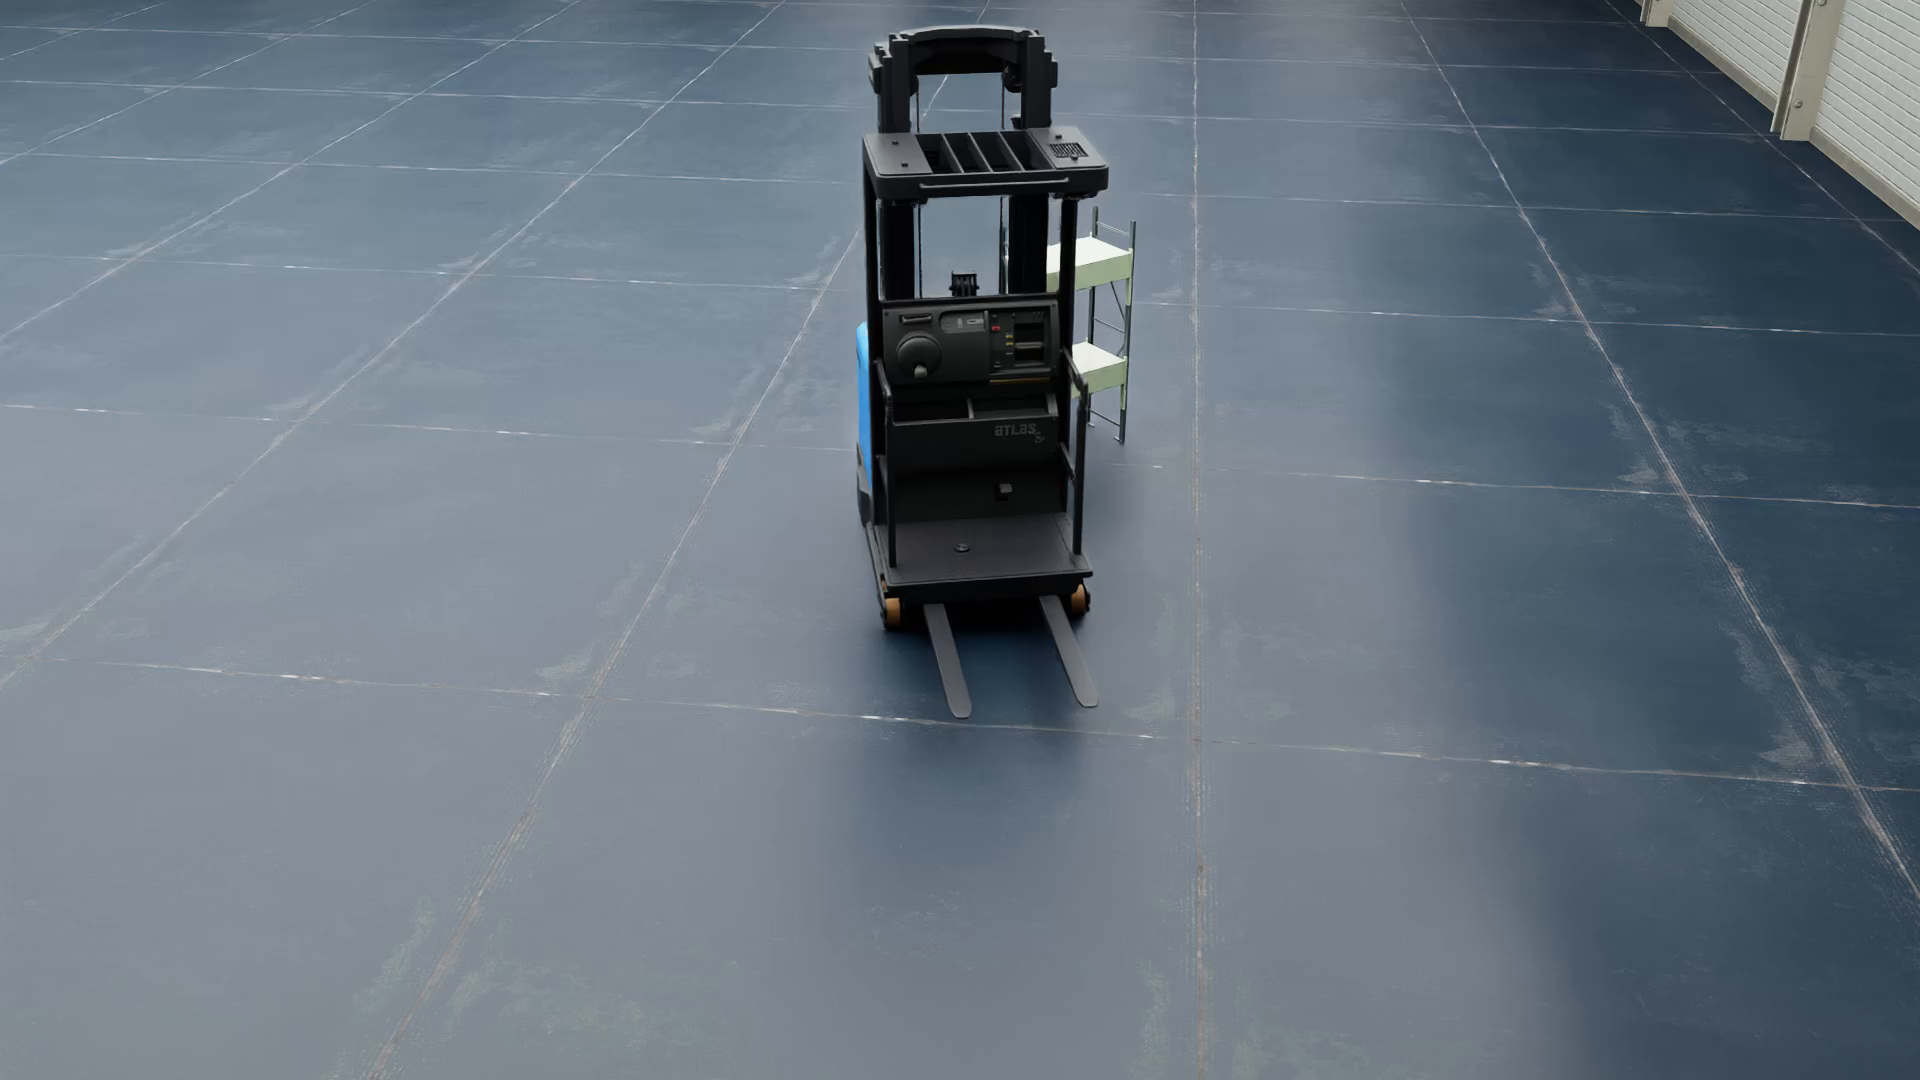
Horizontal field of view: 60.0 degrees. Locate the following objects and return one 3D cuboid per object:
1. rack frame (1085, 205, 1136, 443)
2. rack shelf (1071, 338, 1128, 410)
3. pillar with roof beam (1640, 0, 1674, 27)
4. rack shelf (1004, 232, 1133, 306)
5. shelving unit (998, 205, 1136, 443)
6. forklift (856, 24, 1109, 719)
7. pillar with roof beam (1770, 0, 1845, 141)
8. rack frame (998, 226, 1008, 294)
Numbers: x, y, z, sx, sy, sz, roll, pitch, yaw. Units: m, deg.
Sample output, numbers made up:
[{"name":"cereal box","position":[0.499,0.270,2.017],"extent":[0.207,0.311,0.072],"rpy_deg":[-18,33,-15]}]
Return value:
[{"name":"rack frame","position":[0.961,-1.379,10.728],"extent":[0.023,1.500,0.400],"rpy_deg":[-18,33,-30]},{"name":"rack shelf","position":[0.661,-0.993,10.698],"extent":[0.720,0.370,0.431],"rpy_deg":[-18,33,-30]},{"name":"pillar with roof beam","position":[5.342,-11.359,21.346],"extent":[9.100,9.000,0.400],"rpy_deg":[3,28,6]},{"name":"rack shelf","position":[0.661,-1.623,10.359],"extent":[0.720,0.370,0.431],"rpy_deg":[-18,33,-30]},{"name":"shelving unit","position":[0.661,-1.280,10.544],"extent":[0.755,1.500,0.431],"rpy_deg":[-18,33,-30]},{"name":"forklift","position":[0.093,-0.998,8.513],"extent":[1.130,2.935,3.031],"rpy_deg":[-4,29,-7]},{"name":"pillar with roof beam","position":[4.607,-8.534,16.104],"extent":[9.100,9.000,0.400],"rpy_deg":[3,28,6]},{"name":"rack frame","position":[0.362,-1.180,10.359],"extent":[0.023,1.500,0.400],"rpy_deg":[-18,33,-30]}]
